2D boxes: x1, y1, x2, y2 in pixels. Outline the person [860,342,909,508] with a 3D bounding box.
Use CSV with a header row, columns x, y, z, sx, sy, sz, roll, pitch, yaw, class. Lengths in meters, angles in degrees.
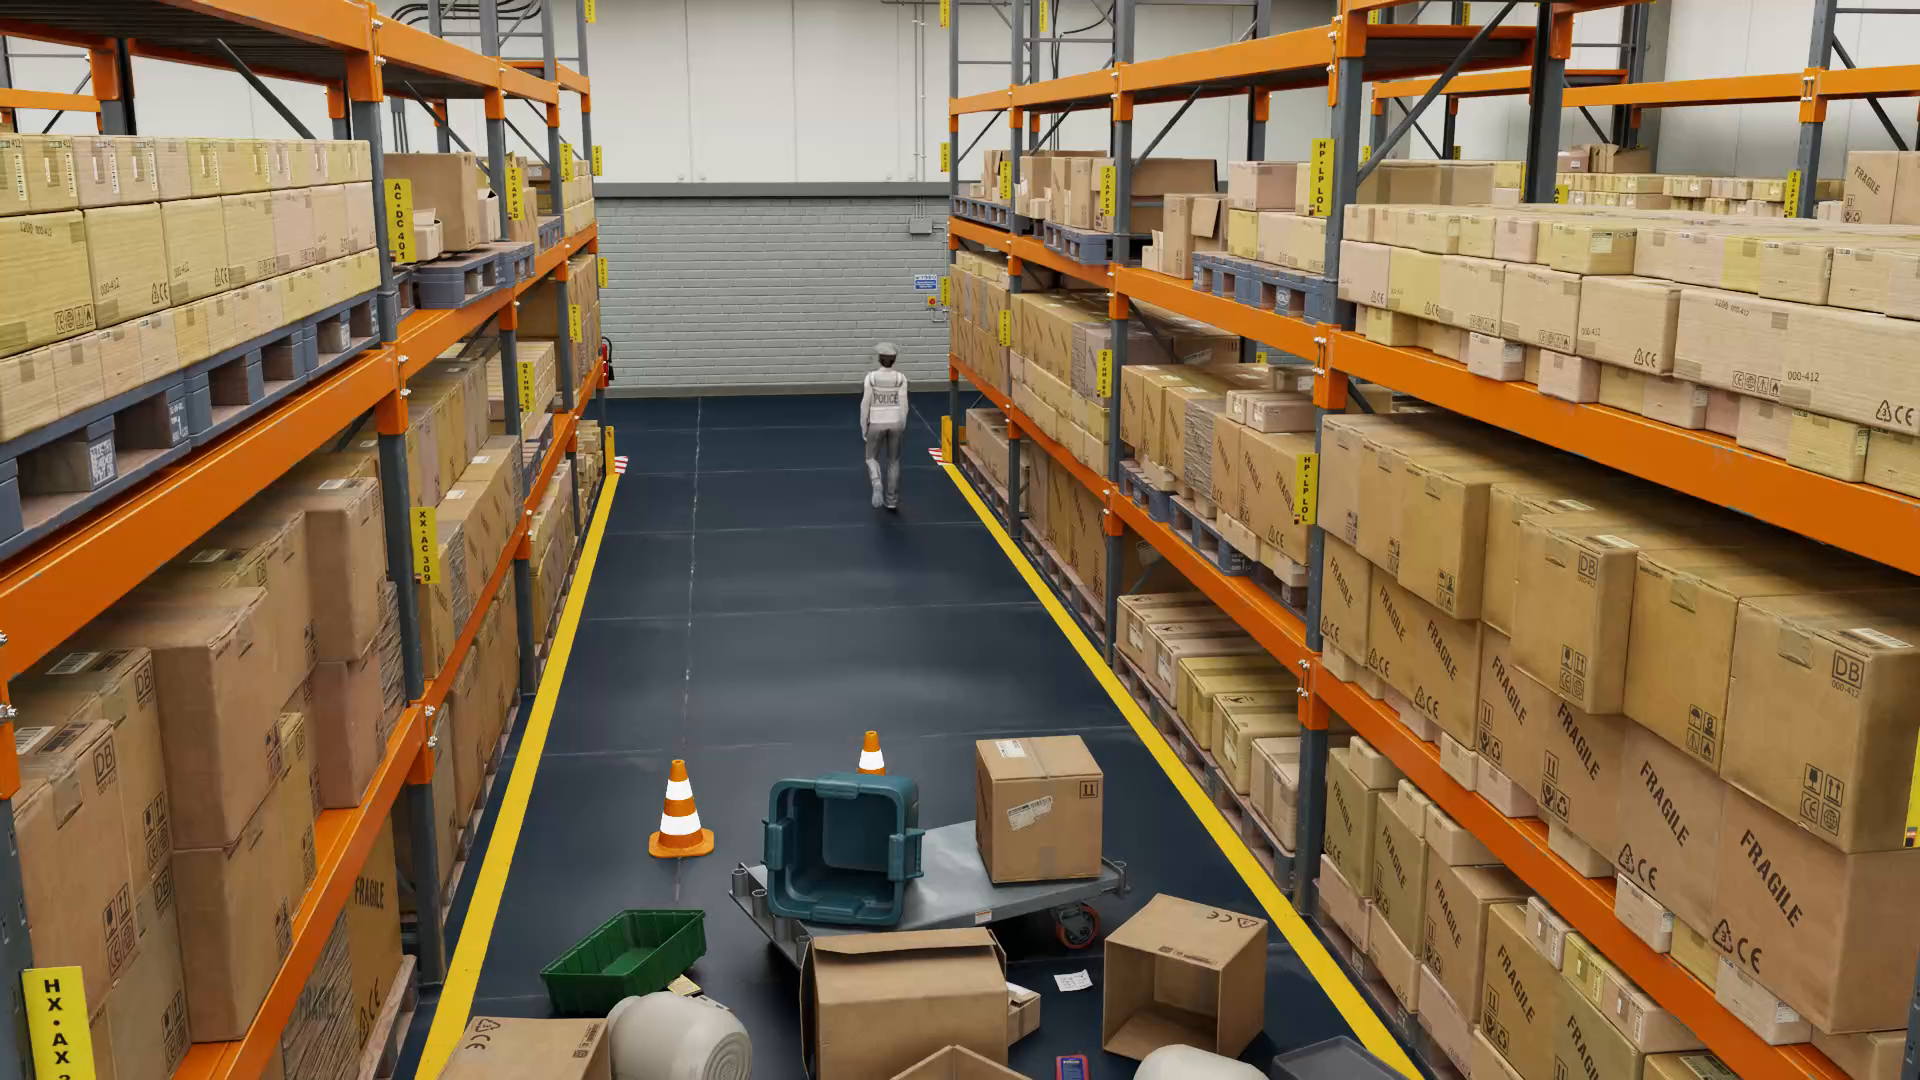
x,y,z,sx,sy,sz,roll,pitch,yaw,class
-0.749,-1.123,16.598,0.483,1.679,0.543,-2,13,-7,person
